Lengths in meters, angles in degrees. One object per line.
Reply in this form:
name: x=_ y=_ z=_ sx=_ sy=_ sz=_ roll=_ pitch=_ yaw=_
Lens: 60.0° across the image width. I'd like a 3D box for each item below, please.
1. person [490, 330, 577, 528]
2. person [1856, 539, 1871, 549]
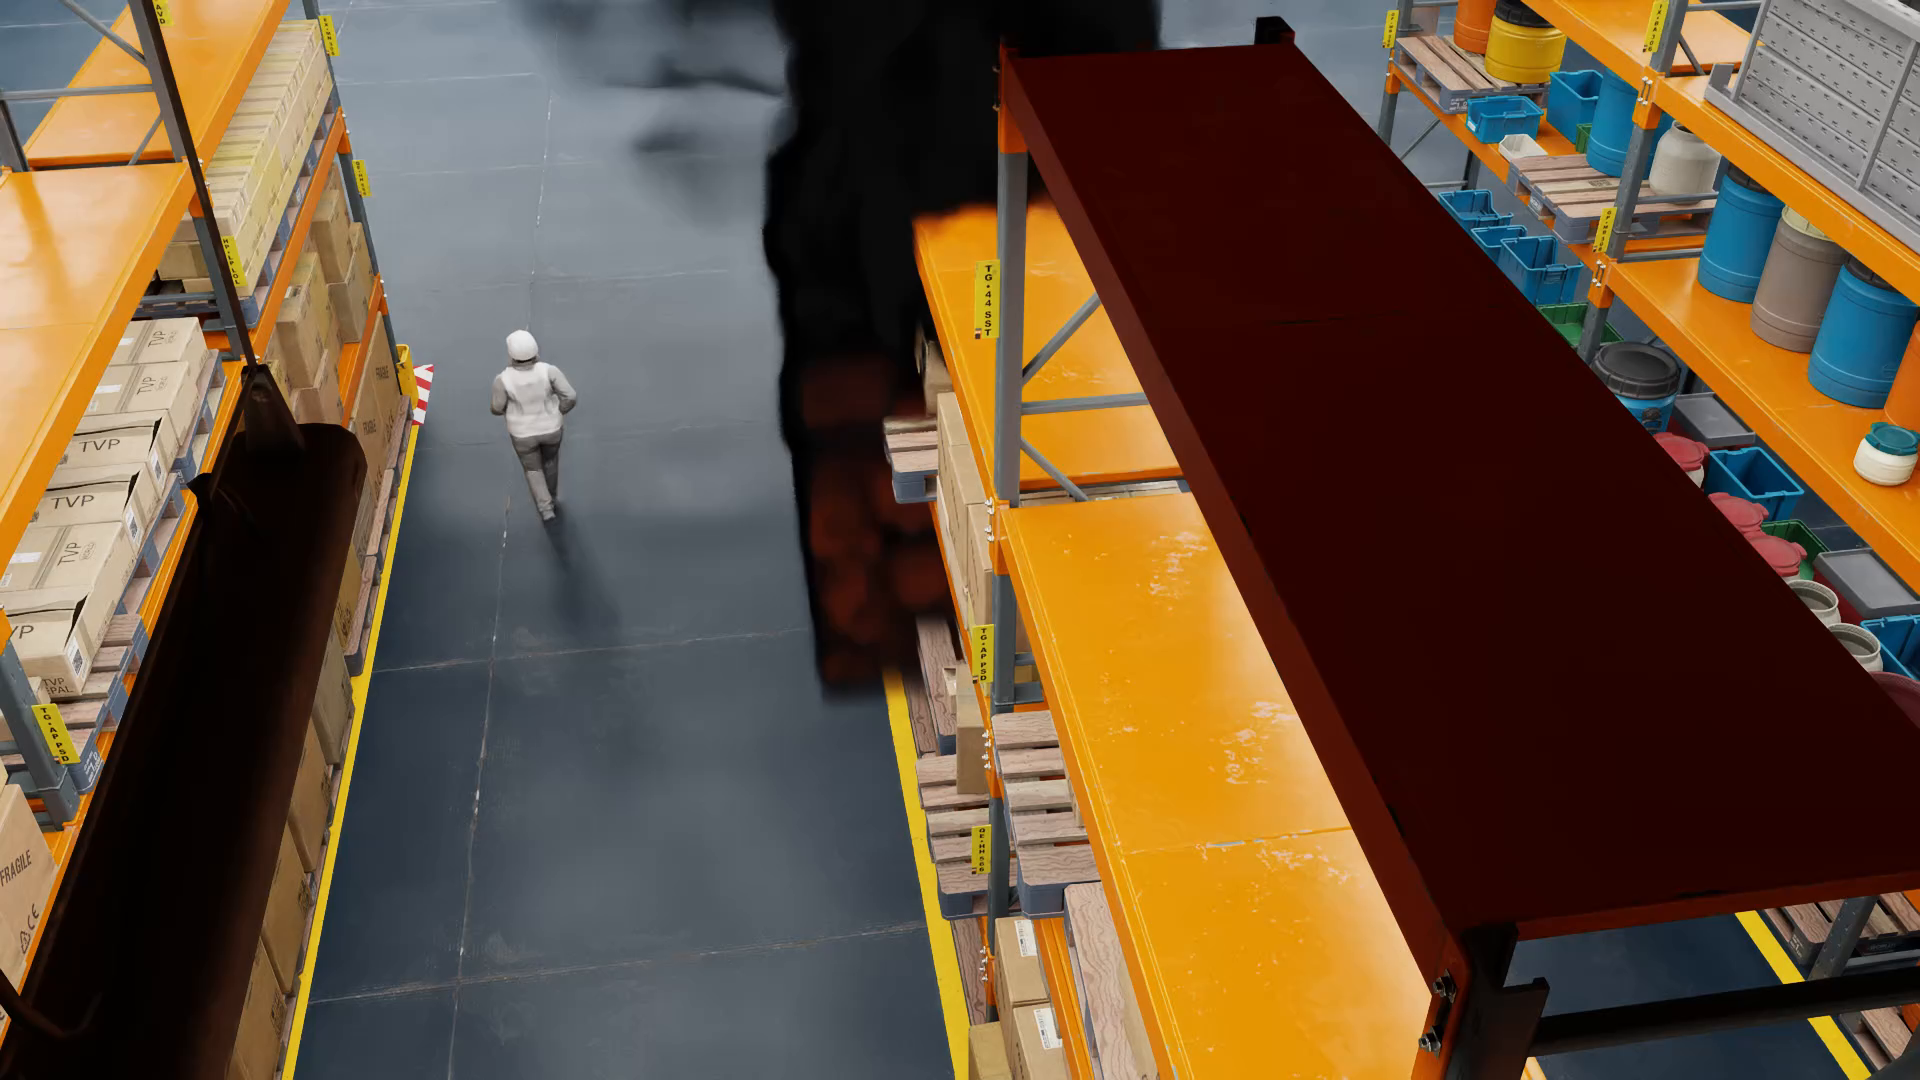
person: x=-3.346 y=-0.868 z=13.166 sx=0.662 sy=1.774 sz=0.894 roll=-14 pitch=39 yaw=-18
person: x=6.568 y=0.293 z=11.909 sx=0.539 sy=1.366 sz=0.831 roll=-10 pitch=37 yaw=-13
